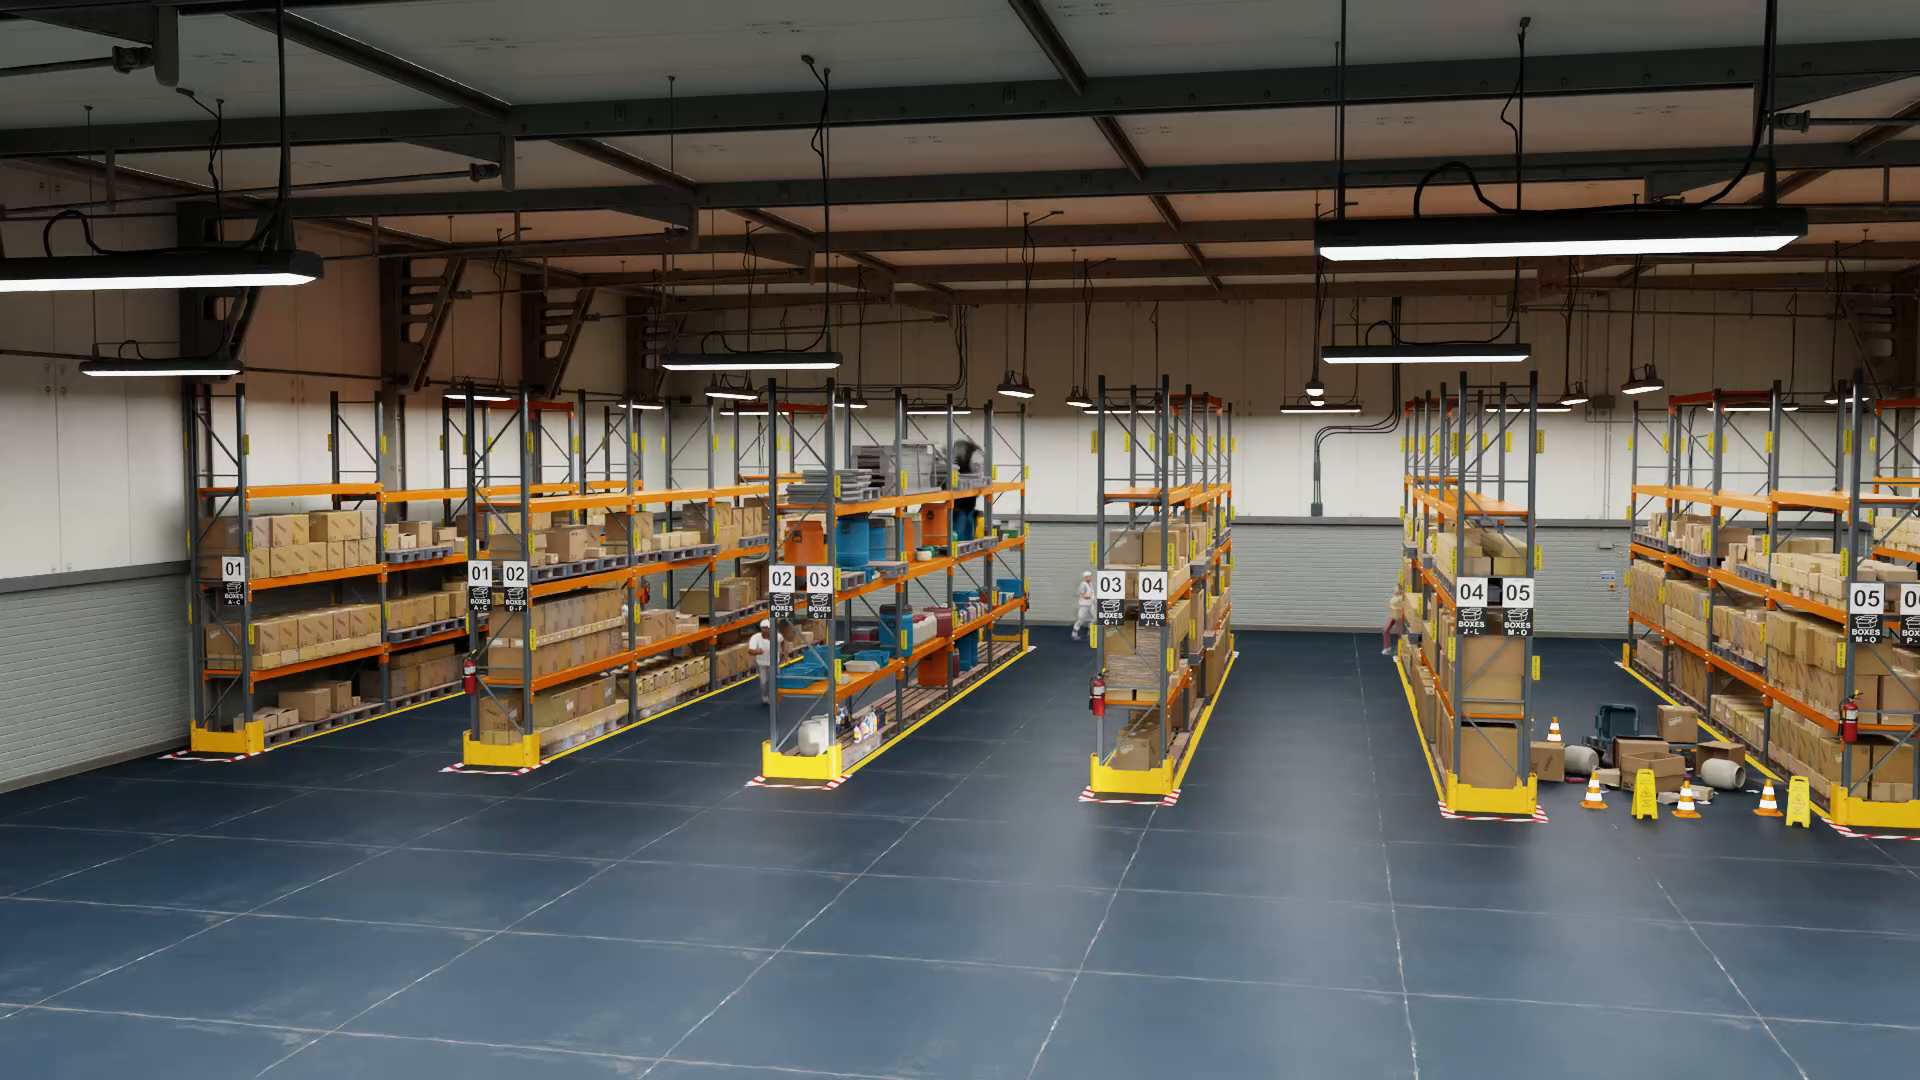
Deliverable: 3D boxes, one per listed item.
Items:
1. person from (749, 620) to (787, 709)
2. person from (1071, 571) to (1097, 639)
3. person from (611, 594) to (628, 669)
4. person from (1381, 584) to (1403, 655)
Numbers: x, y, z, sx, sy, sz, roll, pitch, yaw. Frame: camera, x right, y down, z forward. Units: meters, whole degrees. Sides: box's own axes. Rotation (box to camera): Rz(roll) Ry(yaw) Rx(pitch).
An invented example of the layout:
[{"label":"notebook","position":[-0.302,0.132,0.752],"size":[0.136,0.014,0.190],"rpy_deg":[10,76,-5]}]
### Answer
[{"label":"person","position":[-3.647,2.348,31.598],"size":[0.713,1.717,0.974],"rpy_deg":[0,3,-5]},{"label":"person","position":[3.222,1.700,42.180],"size":[0.834,1.827,0.654],"rpy_deg":[2,4,34]},{"label":"person","position":[-7.676,2.029,37.265],"size":[0.597,1.718,0.694],"rpy_deg":[0,3,-4]},{"label":"person","position":[10.447,1.889,39.617],"size":[0.788,1.696,0.539],"rpy_deg":[-2,4,-29]}]
